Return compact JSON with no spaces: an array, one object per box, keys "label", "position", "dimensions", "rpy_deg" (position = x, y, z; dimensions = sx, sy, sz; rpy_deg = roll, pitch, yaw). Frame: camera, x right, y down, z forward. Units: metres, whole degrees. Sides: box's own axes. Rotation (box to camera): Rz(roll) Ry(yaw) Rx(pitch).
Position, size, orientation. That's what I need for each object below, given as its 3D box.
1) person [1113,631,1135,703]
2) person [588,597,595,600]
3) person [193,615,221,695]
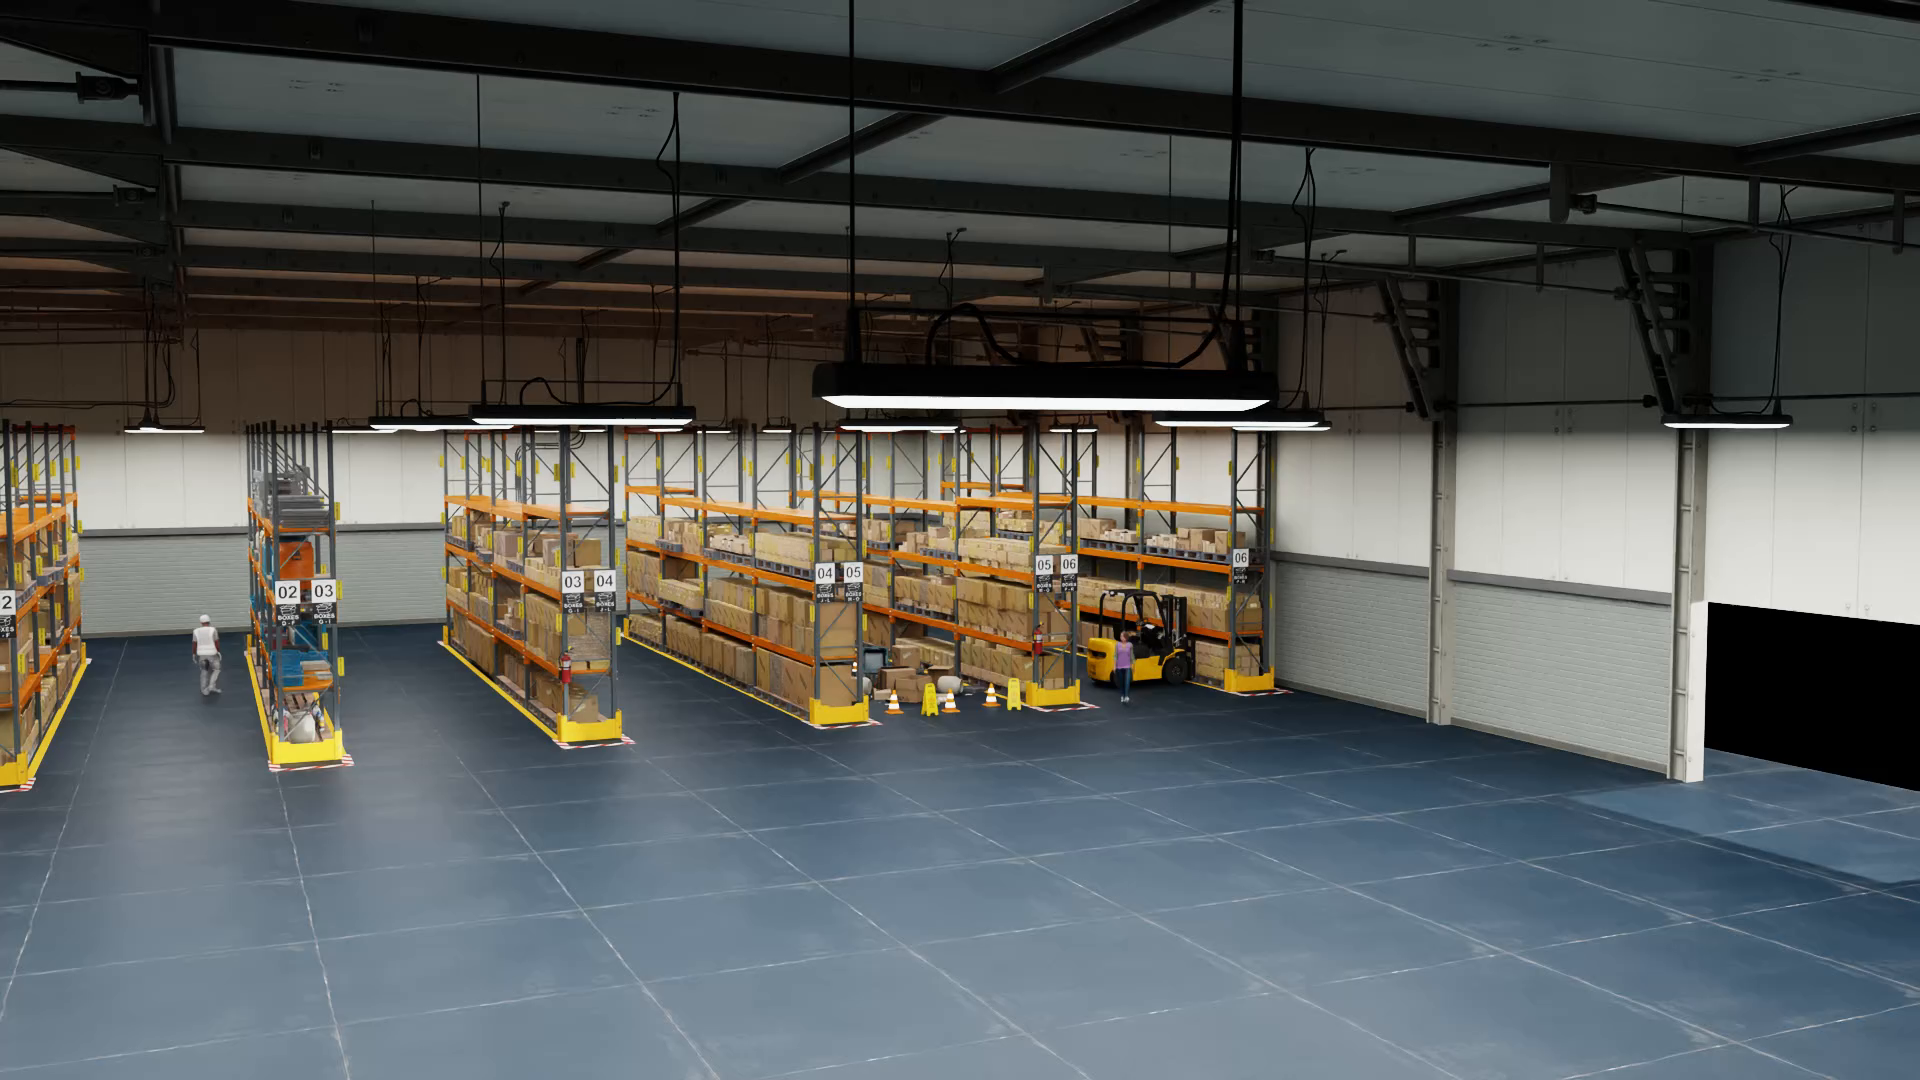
[{"label":"person","position":[3.472,2.721,35.394],"dimensions":[0.446,1.546,0.978],"rpy_deg":[1,4,17]},{"label":"person","position":[-10.658,1.842,48.044],"dimensions":[0.555,1.702,1.058],"rpy_deg":[1,4,10]},{"label":"person","position":[-16.626,2.543,36.705],"dimensions":[0.599,1.780,0.513],"rpy_deg":[0,4,-6]}]
